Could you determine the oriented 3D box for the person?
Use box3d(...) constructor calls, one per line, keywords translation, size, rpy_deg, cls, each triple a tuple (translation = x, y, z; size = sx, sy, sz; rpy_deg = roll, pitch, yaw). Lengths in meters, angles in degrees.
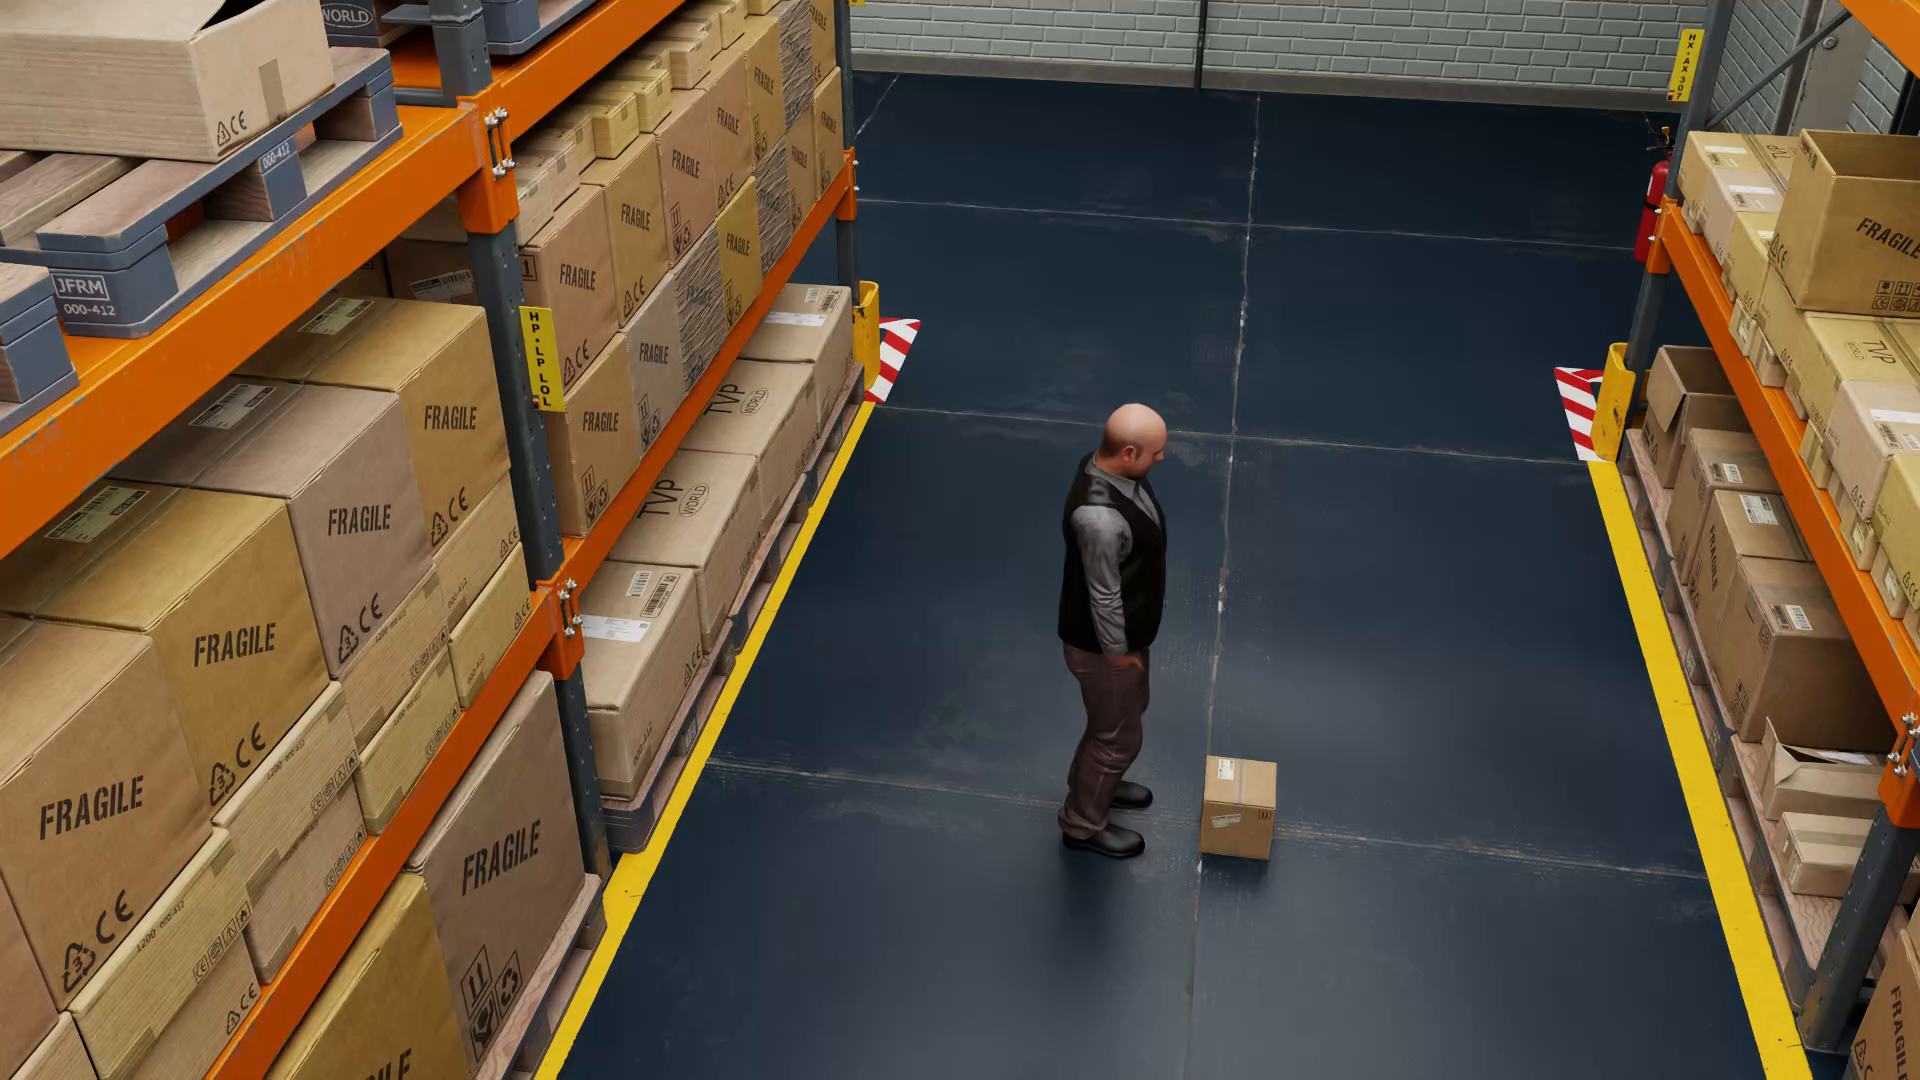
box3d(translation=(0.523, 0.299, 5.707), size=(0.361, 1.711, 0.538), rpy_deg=(6, 33, 9), cls="person")
